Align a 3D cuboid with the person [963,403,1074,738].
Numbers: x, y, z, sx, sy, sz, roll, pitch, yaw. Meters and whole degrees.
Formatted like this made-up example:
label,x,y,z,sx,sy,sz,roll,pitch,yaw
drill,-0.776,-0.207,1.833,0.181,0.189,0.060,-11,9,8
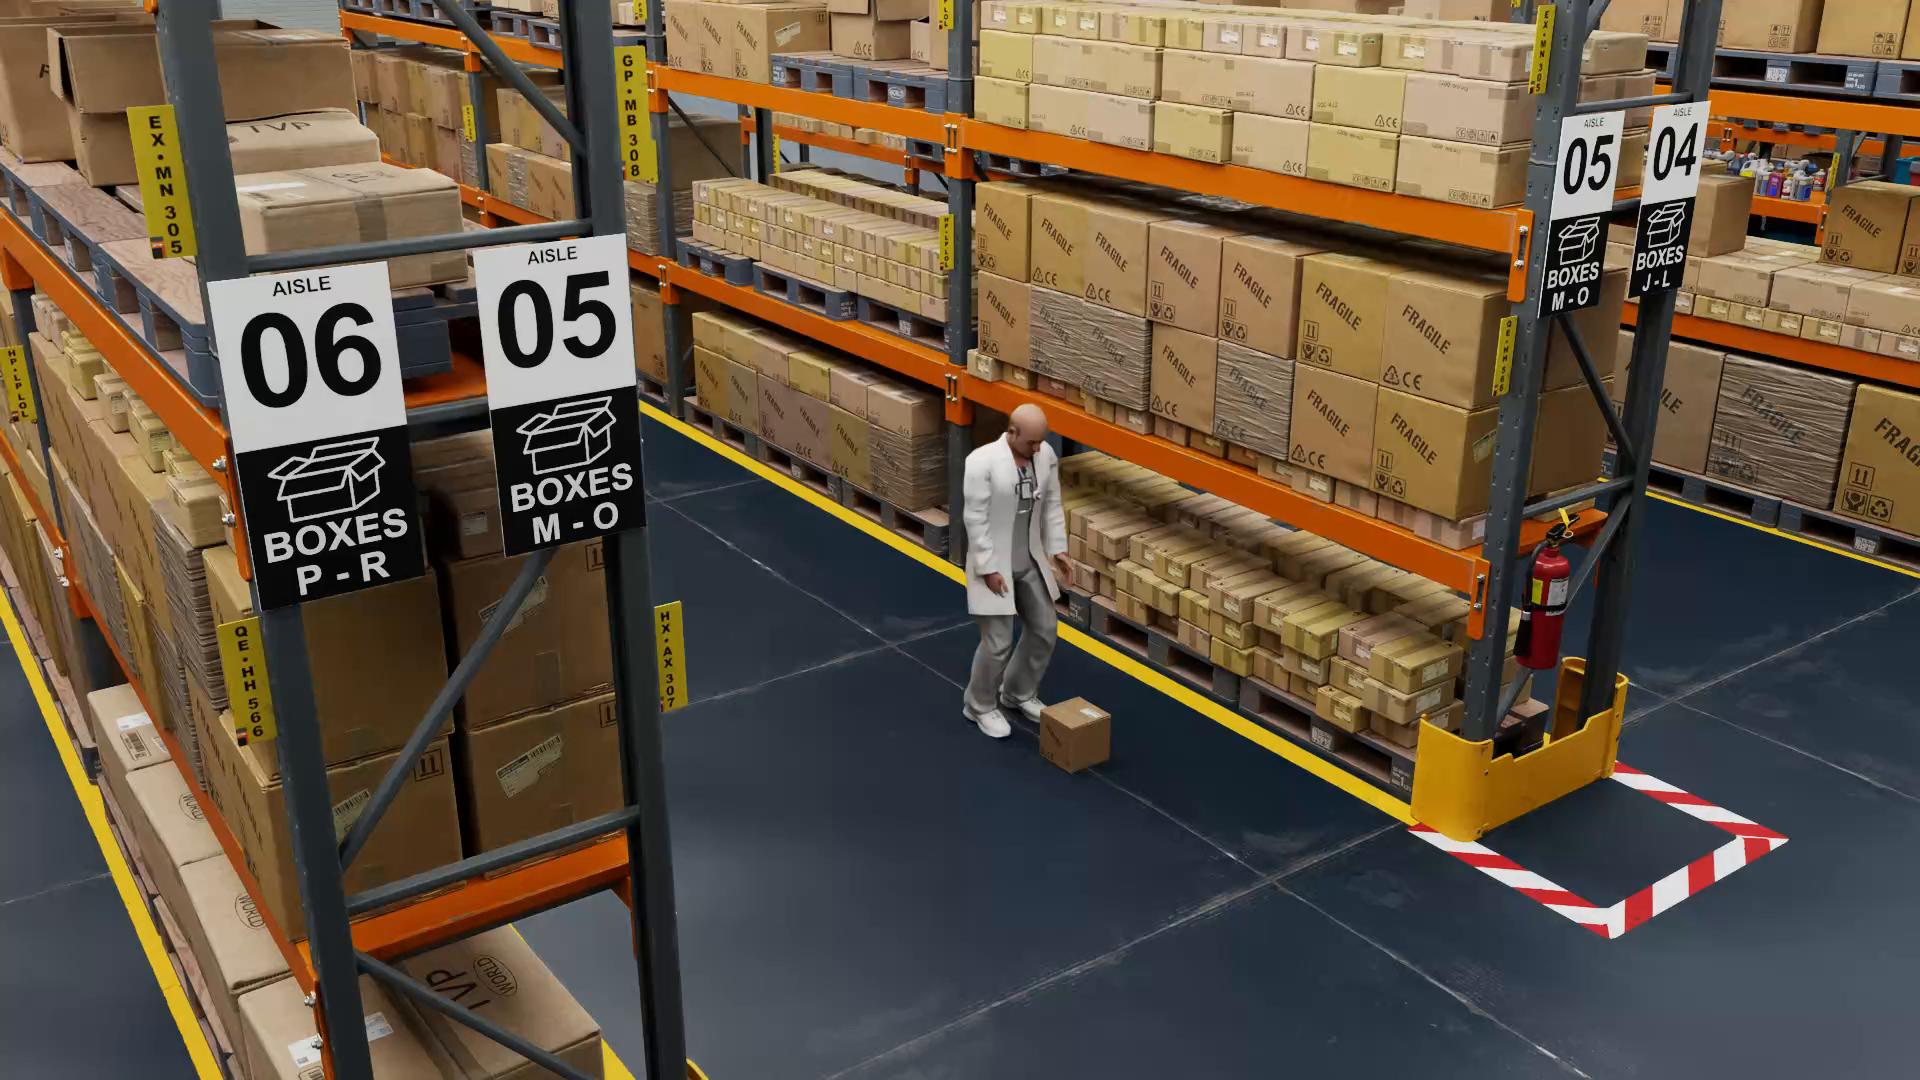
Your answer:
label,x,y,z,sx,sy,sz,roll,pitch,yaw
person,0.277,0.125,8.366,0.591,1.727,0.425,-14,25,-33
